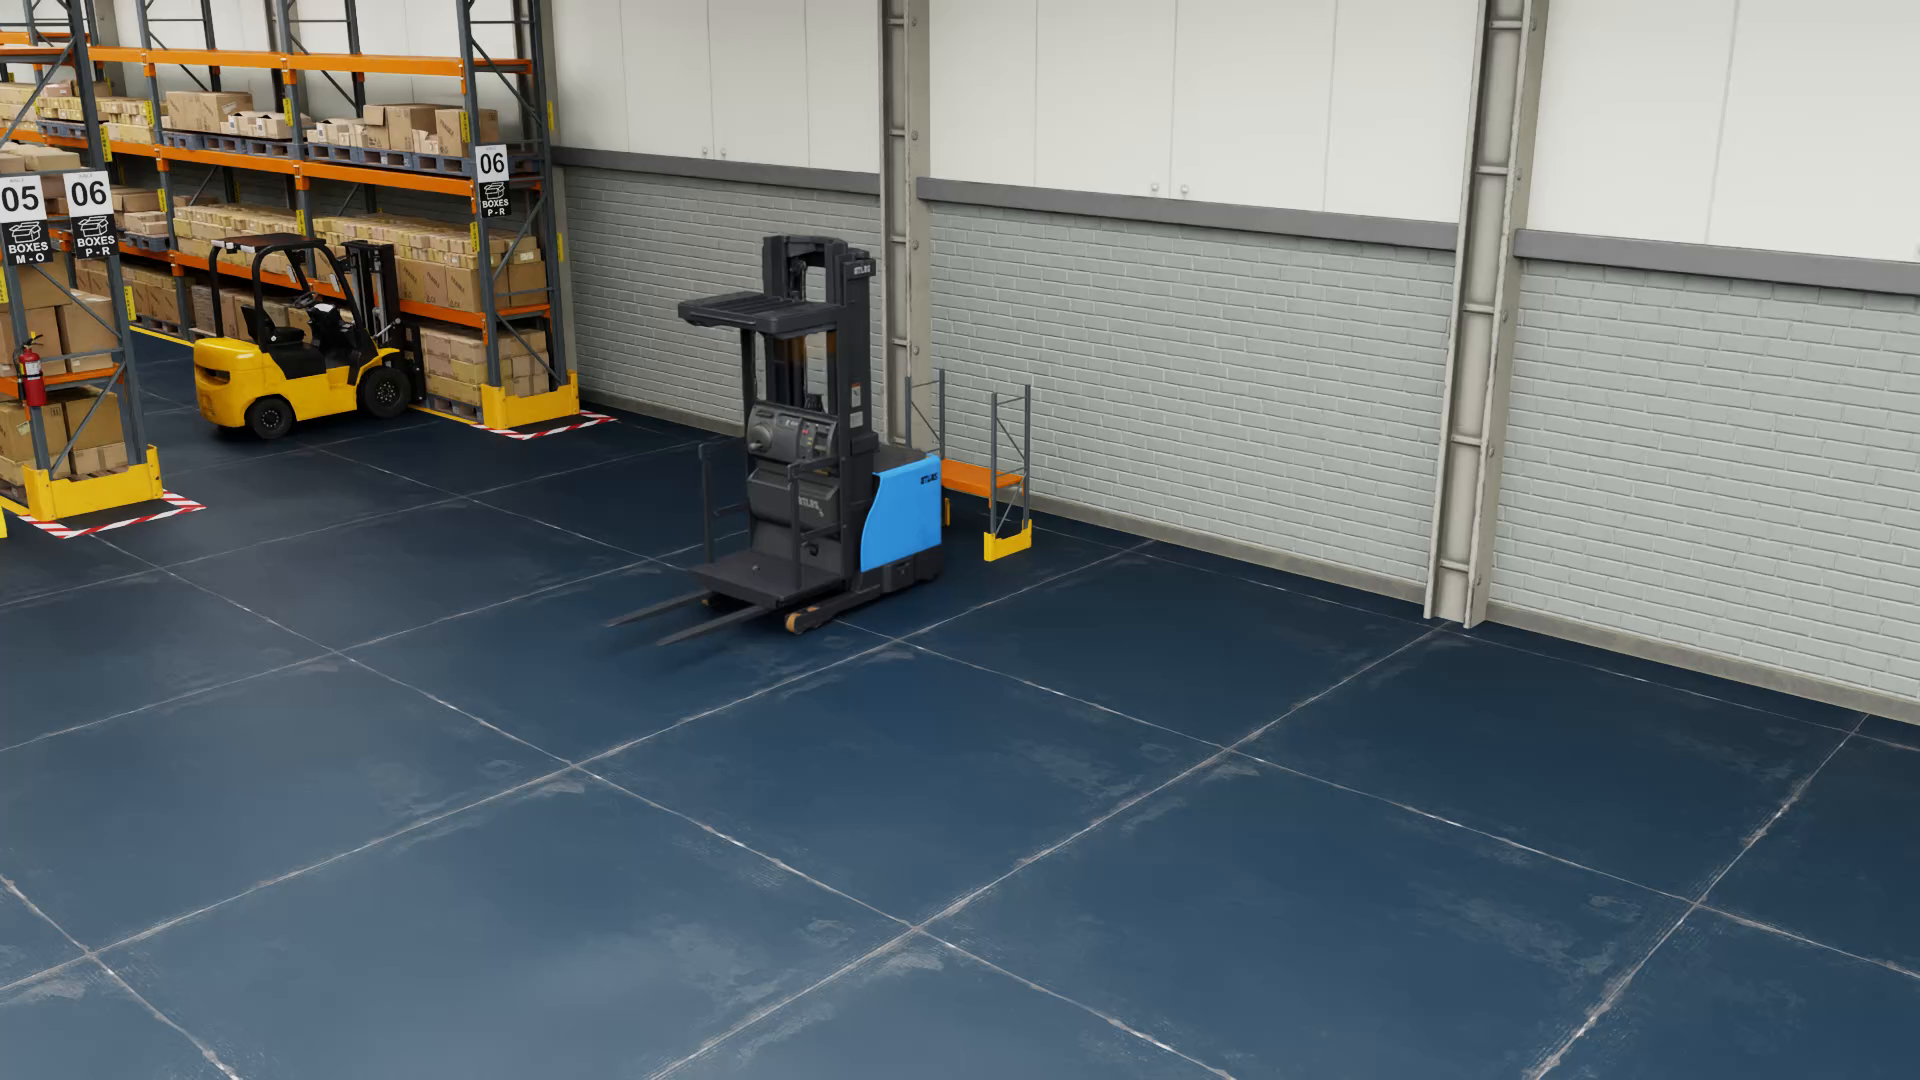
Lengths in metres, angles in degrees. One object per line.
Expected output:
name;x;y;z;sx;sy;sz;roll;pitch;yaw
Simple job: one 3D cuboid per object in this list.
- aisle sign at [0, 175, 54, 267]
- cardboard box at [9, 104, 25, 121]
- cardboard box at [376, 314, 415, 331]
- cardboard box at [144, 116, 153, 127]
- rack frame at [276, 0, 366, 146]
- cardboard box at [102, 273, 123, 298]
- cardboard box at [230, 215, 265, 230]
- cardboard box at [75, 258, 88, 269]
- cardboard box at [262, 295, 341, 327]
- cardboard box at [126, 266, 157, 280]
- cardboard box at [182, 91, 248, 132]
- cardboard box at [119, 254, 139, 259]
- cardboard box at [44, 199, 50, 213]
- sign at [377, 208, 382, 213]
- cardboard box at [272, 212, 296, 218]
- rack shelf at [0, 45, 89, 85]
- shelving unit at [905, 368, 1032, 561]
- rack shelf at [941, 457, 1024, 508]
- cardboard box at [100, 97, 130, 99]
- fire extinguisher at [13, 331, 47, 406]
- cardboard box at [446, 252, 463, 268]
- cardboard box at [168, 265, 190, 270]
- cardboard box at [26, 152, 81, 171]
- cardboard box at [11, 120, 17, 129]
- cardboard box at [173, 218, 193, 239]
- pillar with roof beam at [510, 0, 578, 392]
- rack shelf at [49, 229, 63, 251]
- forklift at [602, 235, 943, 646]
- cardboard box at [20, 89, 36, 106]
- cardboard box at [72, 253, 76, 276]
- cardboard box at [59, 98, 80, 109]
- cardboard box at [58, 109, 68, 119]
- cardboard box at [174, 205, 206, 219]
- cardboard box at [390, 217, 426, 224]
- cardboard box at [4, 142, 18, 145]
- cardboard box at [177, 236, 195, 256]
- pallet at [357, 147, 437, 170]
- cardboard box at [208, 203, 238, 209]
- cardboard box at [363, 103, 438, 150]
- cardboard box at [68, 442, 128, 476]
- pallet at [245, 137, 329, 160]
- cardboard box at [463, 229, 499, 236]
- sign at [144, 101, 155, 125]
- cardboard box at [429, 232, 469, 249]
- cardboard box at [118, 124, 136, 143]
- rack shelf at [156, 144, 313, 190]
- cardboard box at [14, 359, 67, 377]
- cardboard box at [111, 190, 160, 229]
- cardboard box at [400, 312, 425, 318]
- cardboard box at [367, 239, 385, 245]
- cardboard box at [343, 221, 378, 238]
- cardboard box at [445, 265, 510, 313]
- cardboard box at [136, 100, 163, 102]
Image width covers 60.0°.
aisle sign;-8.537;-2.910;15.163;0.004;0.787;0.394;15;23;39
cardboard box;-14.997;-6.924;26.907;0.500;0.250;0.500;14;22;37
cardboard box;-7.181;-2.672;20.908;0.500;0.250;0.500;16;24;41
cardboard box;-11.507;-6.044;23.966;0.250;0.149;0.380;16;23;40
rack frame;-8.090;-6.535;20.966;0.127;3.000;1.000;15;23;39
cardboard box;-13.086;-3.937;26.134;0.500;0.500;0.500;14;22;38
cardboard box;-9.718;-4.337;22.718;0.250;0.149;0.380;14;23;38
cardboard box;-13.982;-4.468;26.735;0.250;0.149;0.380;16;24;42
cardboard box;-9.063;-3.004;22.988;0.625;0.625;0.875;15;23;39
cardboard box;-12.593;-4.111;25.611;0.250;0.149;0.380;14;22;37
cardboard box;-10.258;-5.925;22.977;0.500;0.500;0.700;14;23;38
cardboard box;-13.407;-4.540;26.961;0.250;0.149;0.380;15;23;39
cardboard box;-8.679;-3.231;15.930;0.250;0.149;0.380;14;22;38
sign;-7.723;-4.252;22.127;0.005;0.325;0.100;15;23;39
cardboard box;-9.320;-4.468;23.133;0.250;0.149;0.380;15;23;40
rack shelf;-9.886;-4.665;16.269;4.000;0.370;1.077;15;23;39
shelving unit;0.057;-0.700;14.975;1.083;1.500;0.587;15;23;39
rack shelf;0.064;-0.526;15.024;1.000;0.185;0.538;15;23;39
cardboard box;-13.004;-6.740;25.634;0.250;0.149;0.380;14;22;38
fire extinguisher;-8.611;-1.585;15.413;0.183;0.674;0.296;15;23;39
cardboard box;-5.755;-3.280;19.390;0.250;0.149;0.380;16;23;40
cardboard box;-12.055;-4.180;25.829;0.250;0.149;0.380;14;23;38
cardboard box;-8.521;-3.556;15.636;0.250;0.149;0.380;15;23;39
cardboard box;-15.276;-6.814;27.218;0.250;0.149;0.380;16;24;41
cardboard box;-10.929;-4.496;23.879;0.500;0.250;0.500;15;23;39
pillar with roof beam;-7.879;-5.102;16.449;0.400;9.000;9.100;15;23;39
rack shelf;-15.570;-5.341;28.309;4.000;0.370;1.077;15;23;39
forklift;-1.471;-0.834;13.033;1.130;2.935;3.031;14;22;38
cardboard box;-14.611;-7.067;26.531;0.500;0.250;0.500;15;23;39
cardboard box;-15.281;-4.561;28.100;0.500;0.500;0.700;14;22;37
cardboard box;-13.523;-6.679;25.441;0.250;0.149;0.380;15;23;38
cardboard box;-13.557;-6.531;25.468;0.250;0.149;0.380;15;23;40
cardboard box;-11.039;-4.705;23.879;0.250;0.149;0.380;16;24;41
cardboard box;-7.055;-4.033;21.269;0.250;0.149;0.380;14;23;38
cardboard box;-9.777;-3.938;16.838;0.250;0.149;0.380;15;23;40
cardboard box;-10.913;-4.263;23.972;0.500;0.250;0.500;15;23;39
pallet;-6.527;-4.653;20.140;1.213;0.211;1.003;15;23;39
cardboard box;-10.705;-4.816;24.229;0.250;0.149;0.380;16;24;41
cardboard box;-6.703;-4.988;20.018;0.637;0.503;0.797;16;24;41
cardboard box;-8.810;-0.863;16.862;0.500;0.250;0.500;15;23;39
pallet;-8.759;-5.188;21.997;1.217;0.209;0.805;14;22;37
cardboard box;-5.763;-3.650;20.063;0.250;0.149;0.380;15;23;40
sign;-11.444;-6.033;23.487;0.005;0.325;0.100;15;23;39
cardboard box;-6.062;-3.551;19.752;0.250;0.149;0.380;15;23;40
cardboard box;-12.004;-5.986;24.442;0.500;0.250;0.500;15;23;39
rack shelf;-9.586;-5.164;22.794;4.000;0.370;1.077;15;23;39
cardboard box;-8.812;-1.656;15.924;0.250;0.149;0.380;16;24;41
cardboard box;-12.426;-5.014;25.226;0.637;0.503;0.797;14;23;38
cardboard box;-6.836;-2.784;21.262;0.500;0.250;0.500;15;23;40
cardboard box;-7.088;-3.646;20.541;0.250;0.149;0.380;14;22;38
cardboard box;-7.472;-3.887;20.810;0.250;0.149;0.380;16;23;40
cardboard box;-5.641;-2.960;19.452;0.500;0.500;0.500;14;23;38
cardboard box;-12.162;-6.546;25.056;0.250;0.149;0.380;15;23;39
